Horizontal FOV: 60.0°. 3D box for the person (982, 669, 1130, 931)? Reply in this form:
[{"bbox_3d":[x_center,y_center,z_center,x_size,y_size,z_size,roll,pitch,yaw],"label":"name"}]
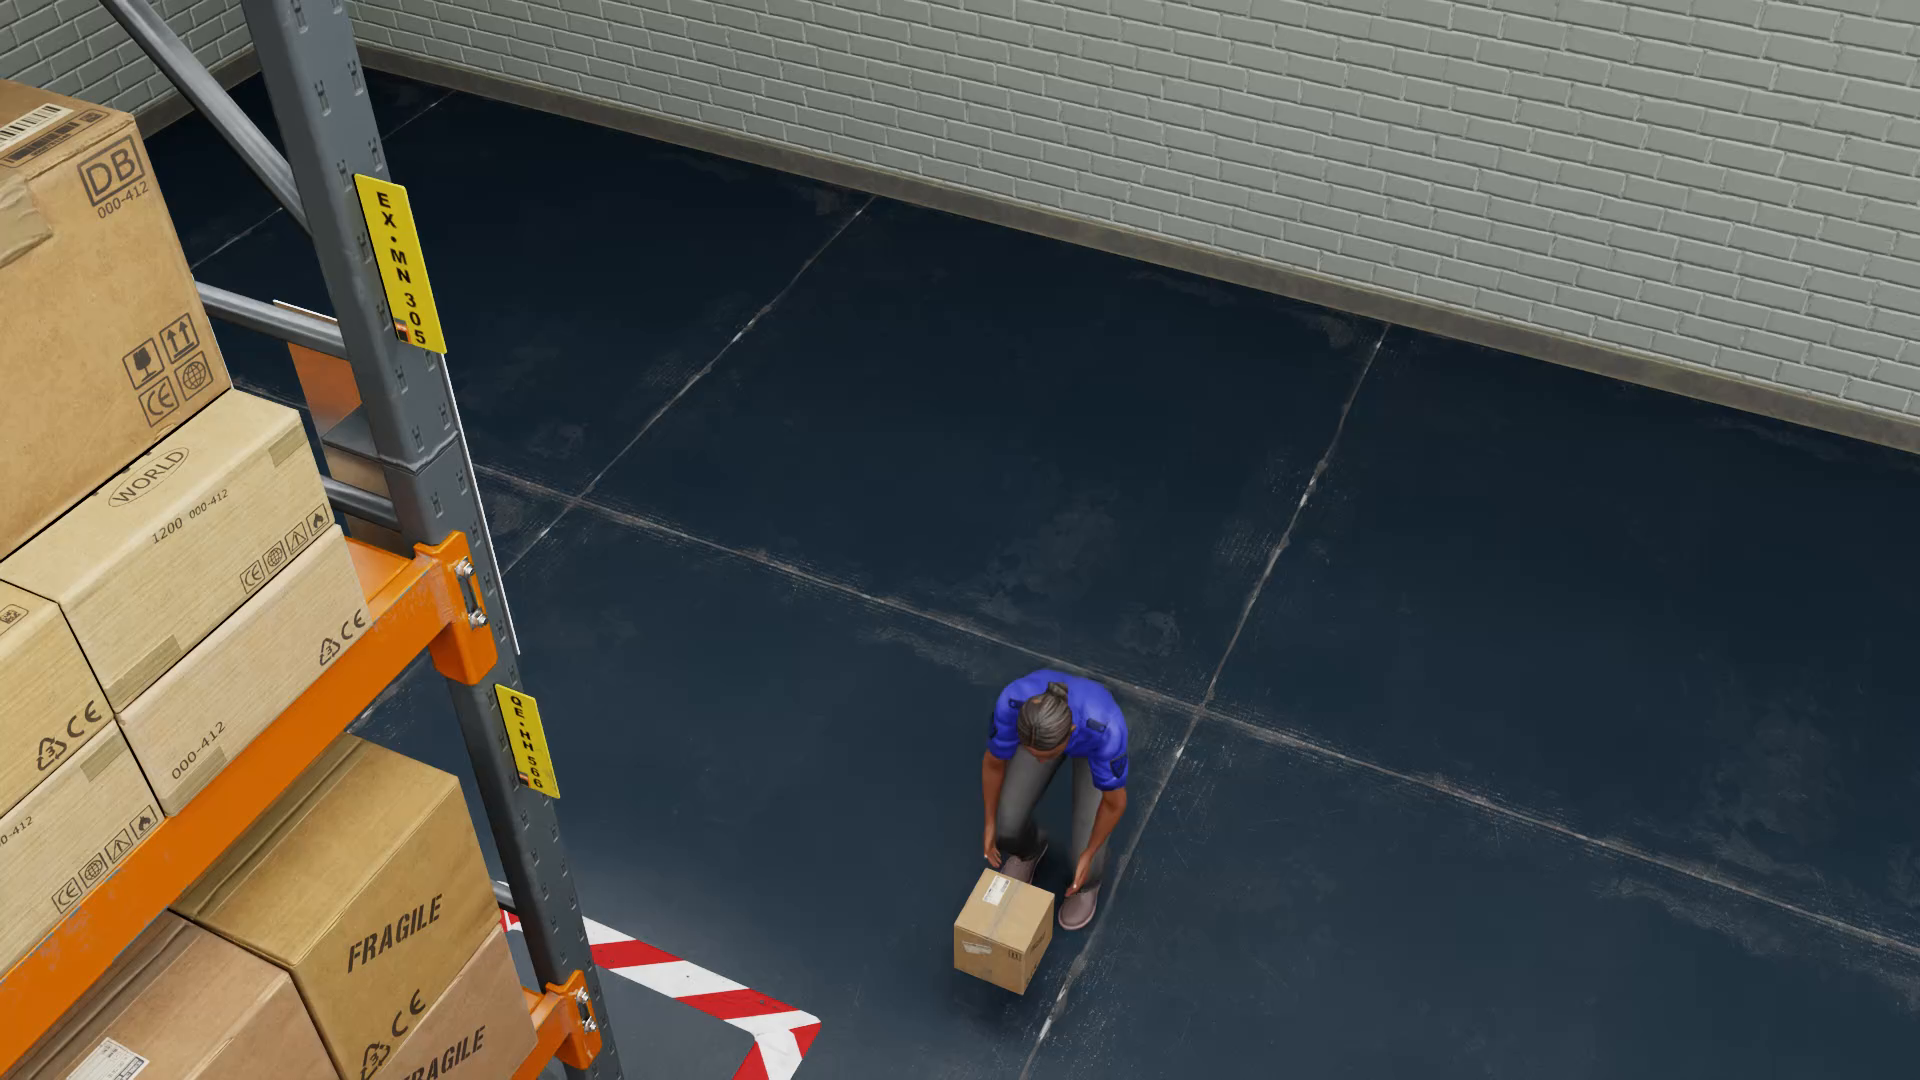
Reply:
[{"bbox_3d":[0.353,0.810,5.559,0.497,1.280,0.682,18,45,18],"label":"person"}]
